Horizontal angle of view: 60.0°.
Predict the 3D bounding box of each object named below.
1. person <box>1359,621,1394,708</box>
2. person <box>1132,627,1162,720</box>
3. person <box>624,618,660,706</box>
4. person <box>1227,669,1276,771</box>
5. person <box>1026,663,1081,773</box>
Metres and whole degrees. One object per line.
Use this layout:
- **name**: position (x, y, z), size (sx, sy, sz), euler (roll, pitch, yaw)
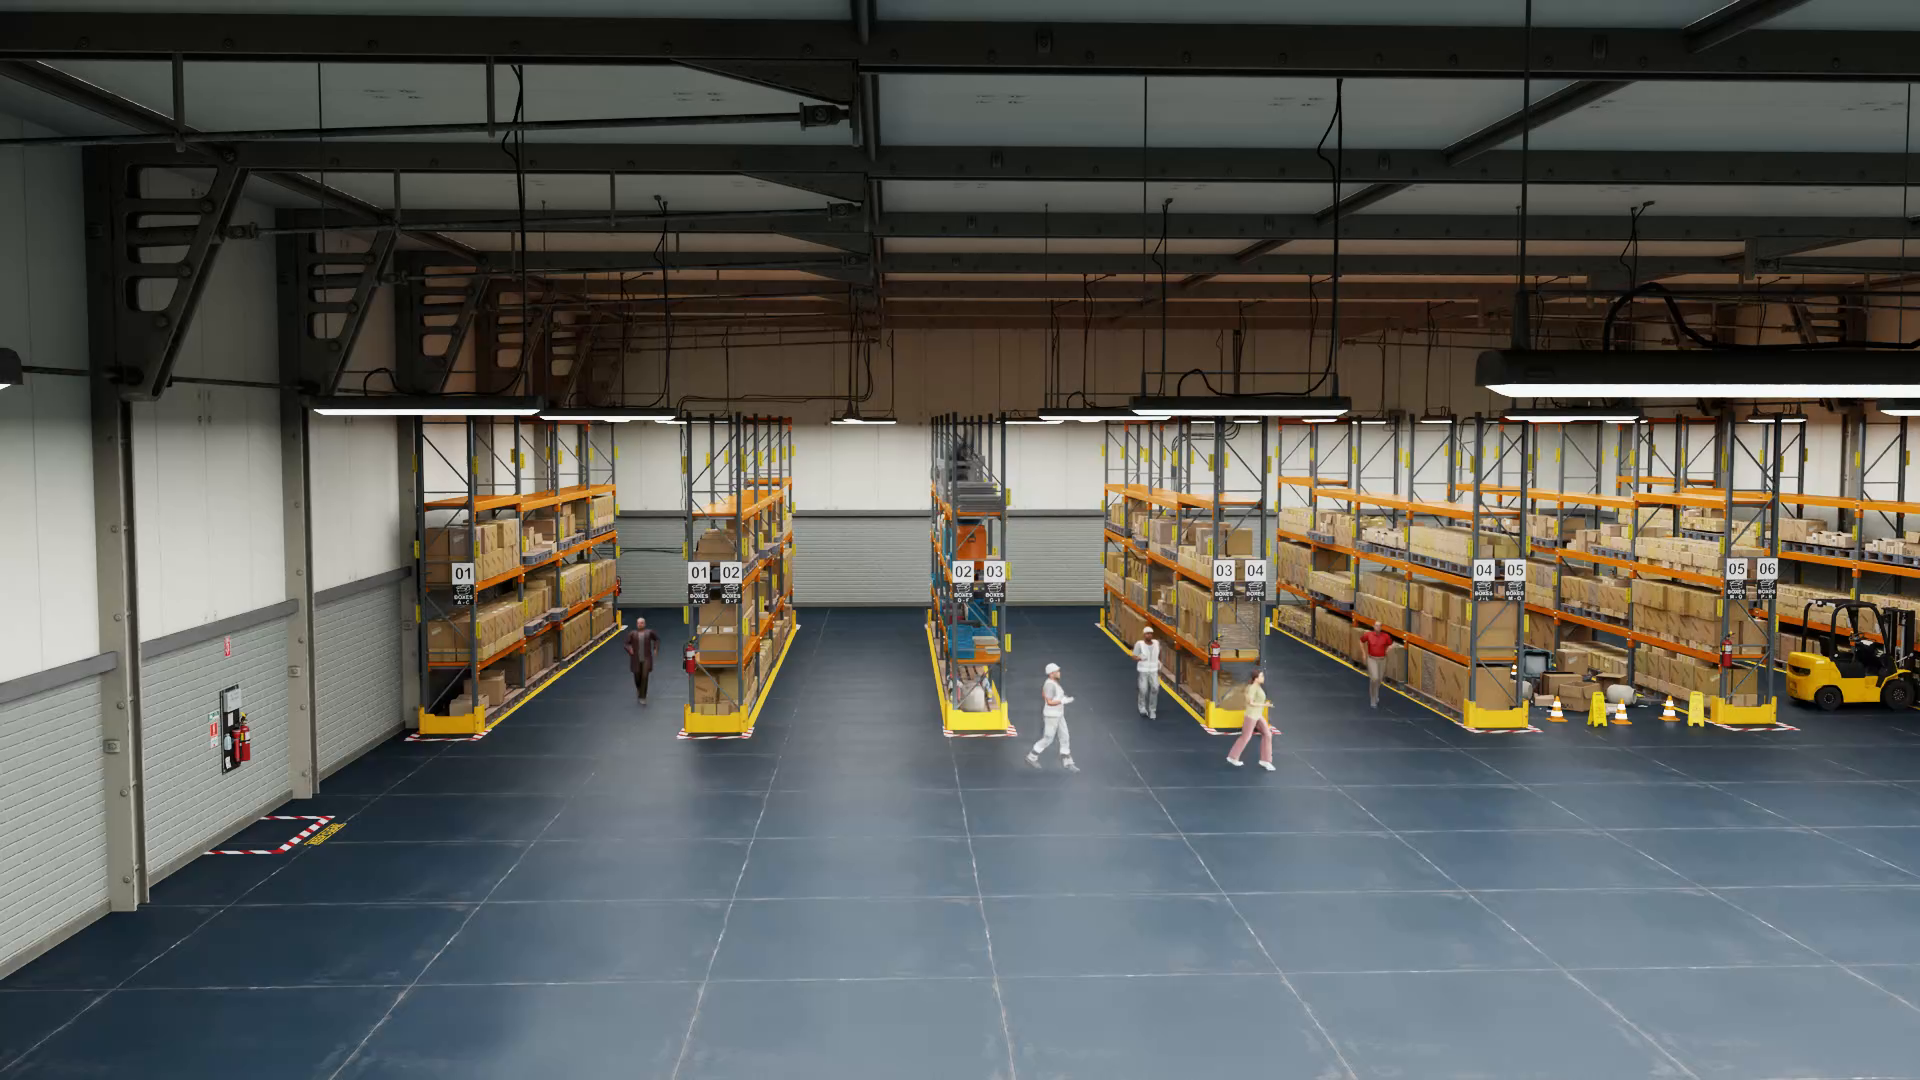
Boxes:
- **person**: position (8.586, 2.554, 34.226), size (0.631, 1.795, 0.786), euler (0, 4, -6)
- **person**: position (3.710, 2.615, 32.699), size (0.669, 1.825, 0.710), euler (-1, 4, -8)
- **person**: position (-6.601, 2.495, 34.520), size (0.724, 1.757, 1.052), euler (0, 4, -7)
- **person**: position (4.858, 2.997, 27.735), size (0.816, 1.709, 0.520), euler (2, 5, 31)
- **person**: position (1.537, 2.934, 27.445), size (0.920, 1.809, 0.648), euler (1, 4, 19)
